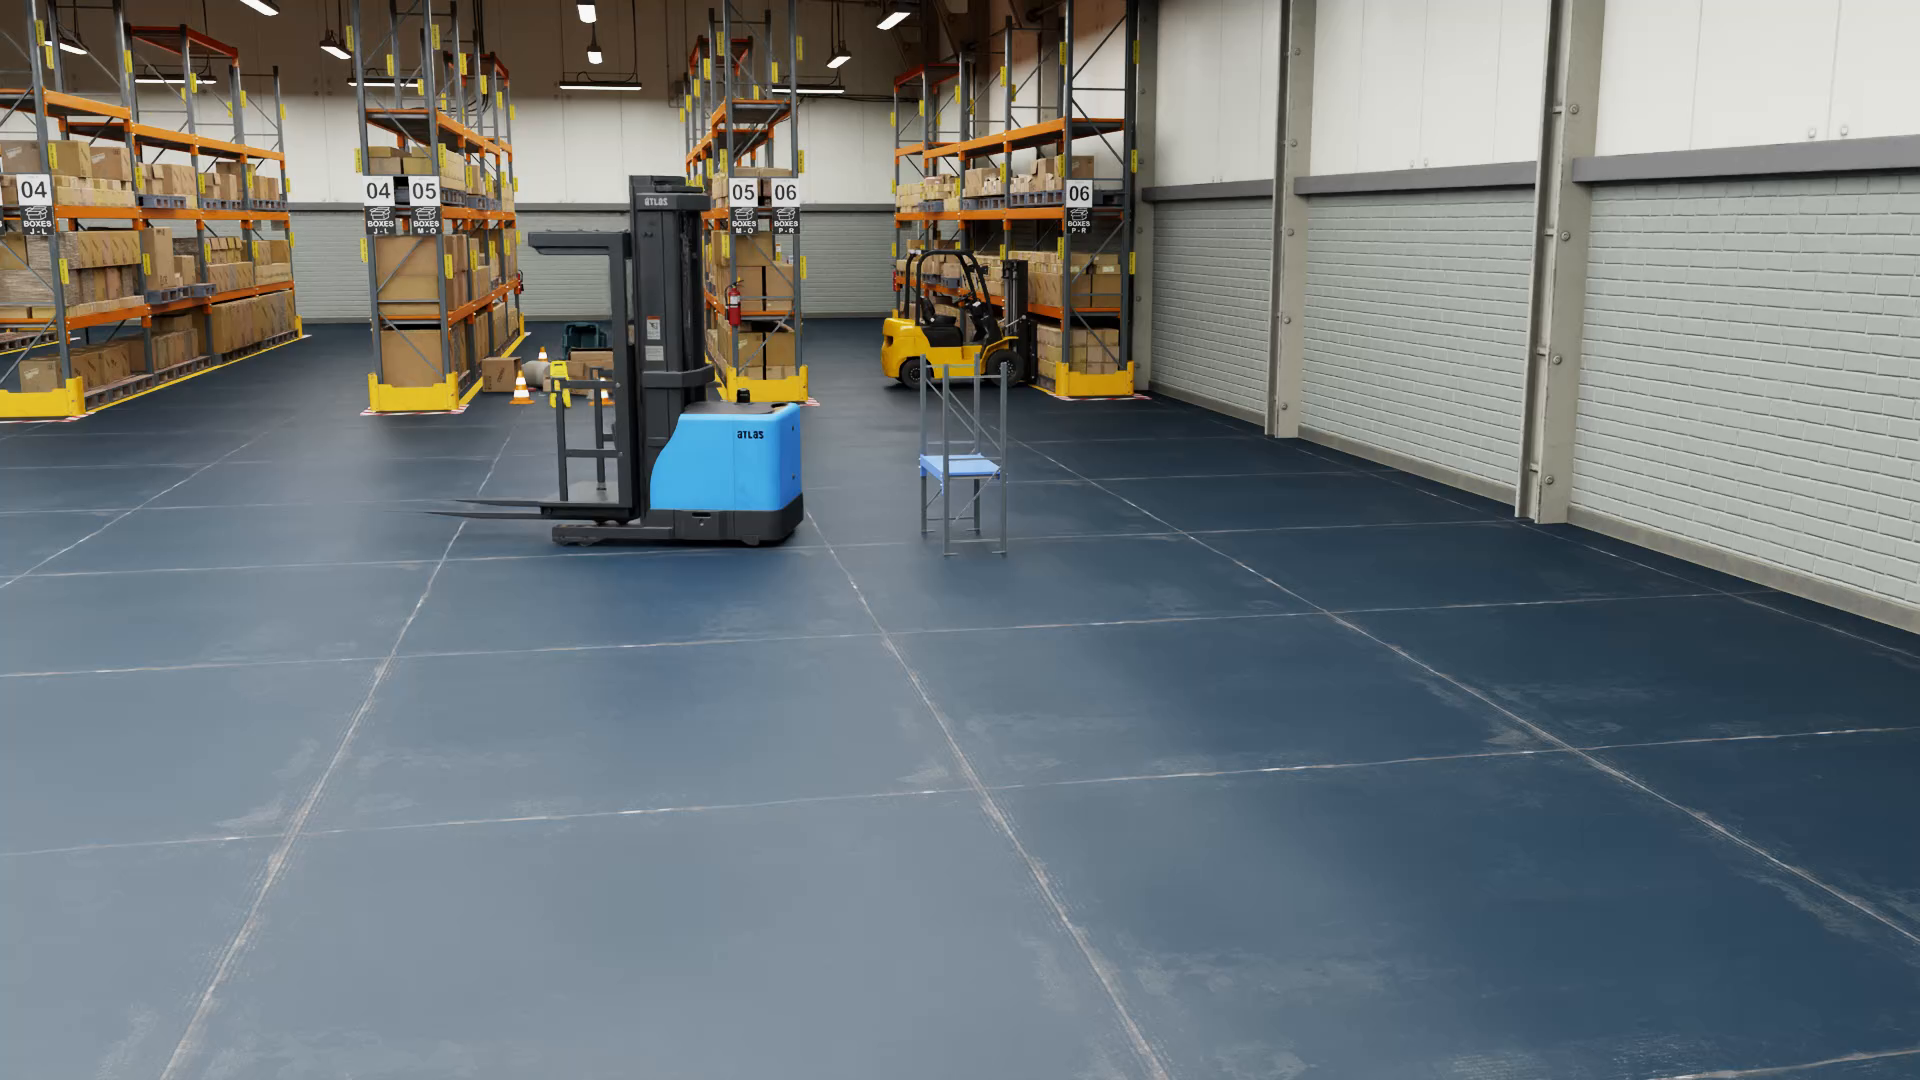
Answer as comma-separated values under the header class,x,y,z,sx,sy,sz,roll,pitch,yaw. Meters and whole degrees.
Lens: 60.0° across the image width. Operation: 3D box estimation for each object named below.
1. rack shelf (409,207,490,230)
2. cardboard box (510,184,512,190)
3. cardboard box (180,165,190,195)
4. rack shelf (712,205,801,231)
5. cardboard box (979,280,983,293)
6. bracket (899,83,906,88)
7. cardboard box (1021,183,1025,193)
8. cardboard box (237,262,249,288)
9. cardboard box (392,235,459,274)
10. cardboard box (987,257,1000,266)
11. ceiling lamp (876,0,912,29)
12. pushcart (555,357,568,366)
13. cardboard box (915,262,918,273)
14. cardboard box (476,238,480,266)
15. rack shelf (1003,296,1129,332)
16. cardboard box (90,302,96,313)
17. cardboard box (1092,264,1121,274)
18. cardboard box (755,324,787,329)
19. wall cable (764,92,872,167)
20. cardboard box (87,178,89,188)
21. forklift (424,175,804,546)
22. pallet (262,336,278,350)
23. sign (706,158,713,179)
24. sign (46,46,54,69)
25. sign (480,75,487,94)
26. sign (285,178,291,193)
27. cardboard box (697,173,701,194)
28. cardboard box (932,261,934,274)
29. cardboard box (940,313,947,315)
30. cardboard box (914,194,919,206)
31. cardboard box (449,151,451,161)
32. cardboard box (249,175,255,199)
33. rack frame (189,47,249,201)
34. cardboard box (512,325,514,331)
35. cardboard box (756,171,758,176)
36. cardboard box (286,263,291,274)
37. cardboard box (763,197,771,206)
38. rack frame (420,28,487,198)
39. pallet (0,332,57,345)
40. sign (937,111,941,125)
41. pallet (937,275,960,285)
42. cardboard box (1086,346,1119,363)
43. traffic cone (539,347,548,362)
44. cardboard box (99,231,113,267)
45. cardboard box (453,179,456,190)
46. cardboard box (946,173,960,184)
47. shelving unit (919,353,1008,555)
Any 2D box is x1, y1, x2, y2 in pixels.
class,x,y,z,sx,sy,sz,roll,pitch,yaw
rack shelf,-8.823,-5.538,28.673,1.077,0.370,4.000,-2,11,-11
cardboard box,-10.415,-8.043,37.908,0.380,0.149,0.250,-2,11,-12
cardboard box,-13.649,-6.219,28.723,0.500,0.500,0.500,-2,11,-11
rack shelf,-3.209,-5.003,25.862,1.077,0.370,4.000,-2,11,-11
cardboard box,0.638,-4.719,30.868,0.500,0.250,0.500,-2,11,-9
bracket,-1.594,-12.372,45.006,0.235,0.232,0.430,-2,11,-11
cardboard box,1.209,-5.802,27.418,0.380,0.149,0.250,-2,11,-9
cardboard box,-14.427,-5.239,32.932,0.500,0.500,0.500,-2,11,-9
cardboard box,-7.863,-4.196,24.433,0.875,0.550,0.550,-2,11,-11
cardboard box,0.708,-5.087,30.397,0.380,0.149,0.250,-2,11,-11
ceiling lamp,-0.859,-10.140,27.295,0.800,3.185,2.000,-2,11,-11
pushcart,-5.825,-2.870,27.764,1.648,0.377,0.936,-6,13,-31
cardboard box,-0.736,-6.147,37.574,0.500,0.250,0.500,-2,11,-11
cardboard box,-9.135,-5.243,30.277,0.700,0.500,0.500,-2,11,-11
rack shelf,1.659,-3.711,27.095,1.077,0.370,4.000,-2,11,-11
cardboard box,-12.612,-3.322,23.802,0.380,0.149,0.250,-2,11,-11
cardboard box,2.236,-4.137,25.407,0.380,0.149,0.250,-2,11,-12
cardboard box,-3.019,-3.188,26.650,0.500,0.500,0.500,-2,11,-8
wall cable,-3.837,-10.571,45.066,2.988,3.039,0.133,-2,11,-11
cardboard box,-12.682,-5.094,23.752,0.380,0.149,0.250,-2,11,-12
forklift,-2.886,-1.488,13.674,3.031,2.935,1.130,1,11,5
pallet,-14.946,-4.129,34.826,1.003,0.211,1.213,-2,11,-11
sign,-4.142,-6.150,27.527,0.100,0.325,0.005,-2,11,-11
sign,-13.862,-7.352,25.334,0.100,0.325,0.005,-2,11,-11
sign,-8.668,-8.290,30.260,0.100,0.325,0.005,-2,11,-11
sign,-15.118,-7.977,37.407,0.100,0.325,0.005,-2,11,-11
cardboard box,-4.755,-6.887,32.446,0.700,0.500,0.500,-3,11,-14
cardboard box,-0.392,-5.770,35.225,0.396,0.266,0.258,-2,11,-8
cardboard box,-0.112,-4.495,34.855,0.500,0.500,0.500,-3,11,-13
cardboard box,-0.737,-7.619,37.285,0.500,0.250,0.500,-3,11,-13
cardboard box,-7.655,-5.621,24.332,0.380,0.149,0.250,-2,11,-12
cardboard box,-15.186,-7.375,34.741,0.700,0.500,0.500,-2,11,-8
rack frame,-14.875,-8.304,33.257,1.000,3.000,0.127,-2,11,-11
cardboard box,-10.140,-4.734,37.047,0.380,0.149,0.250,-2,11,-10
cardboard box,-2.955,-5.611,25.670,0.380,0.149,0.250,-2,11,-10
cardboard box,-15.298,-6.084,37.242,0.500,0.250,0.500,-2,11,-12
cardboard box,-2.705,-4.984,24.509,0.380,0.149,0.250,-2,11,-13
rack frame,-9.212,-7.732,30.253,1.000,3.000,0.127,-2,11,-11
pallet,-20.389,-4.388,36.185,1.003,0.211,1.213,-2,11,-11
sign,-0.516,-10.132,39.941,0.100,0.325,0.005,-2,11,-11
pallet,0.109,-5.427,34.700,1.003,0.211,1.213,-2,11,-11
cardboard box,2.160,-2.892,25.764,0.500,0.250,0.500,-2,11,-10
traffic cone,-7.214,-3.106,28.777,0.336,0.463,0.334,-2,11,-11
cardboard box,-12.673,-4.228,24.151,0.500,0.500,0.500,-2,11,-11
cardboard box,-7.752,-5.322,24.893,0.380,0.149,0.250,-2,11,-11
cardboard box,-0.075,-7.753,35.761,0.396,0.266,0.258,-2,11,-11
shelving unit,0.017,-0.721,13.474,0.538,1.500,1.048,-2,11,-11
